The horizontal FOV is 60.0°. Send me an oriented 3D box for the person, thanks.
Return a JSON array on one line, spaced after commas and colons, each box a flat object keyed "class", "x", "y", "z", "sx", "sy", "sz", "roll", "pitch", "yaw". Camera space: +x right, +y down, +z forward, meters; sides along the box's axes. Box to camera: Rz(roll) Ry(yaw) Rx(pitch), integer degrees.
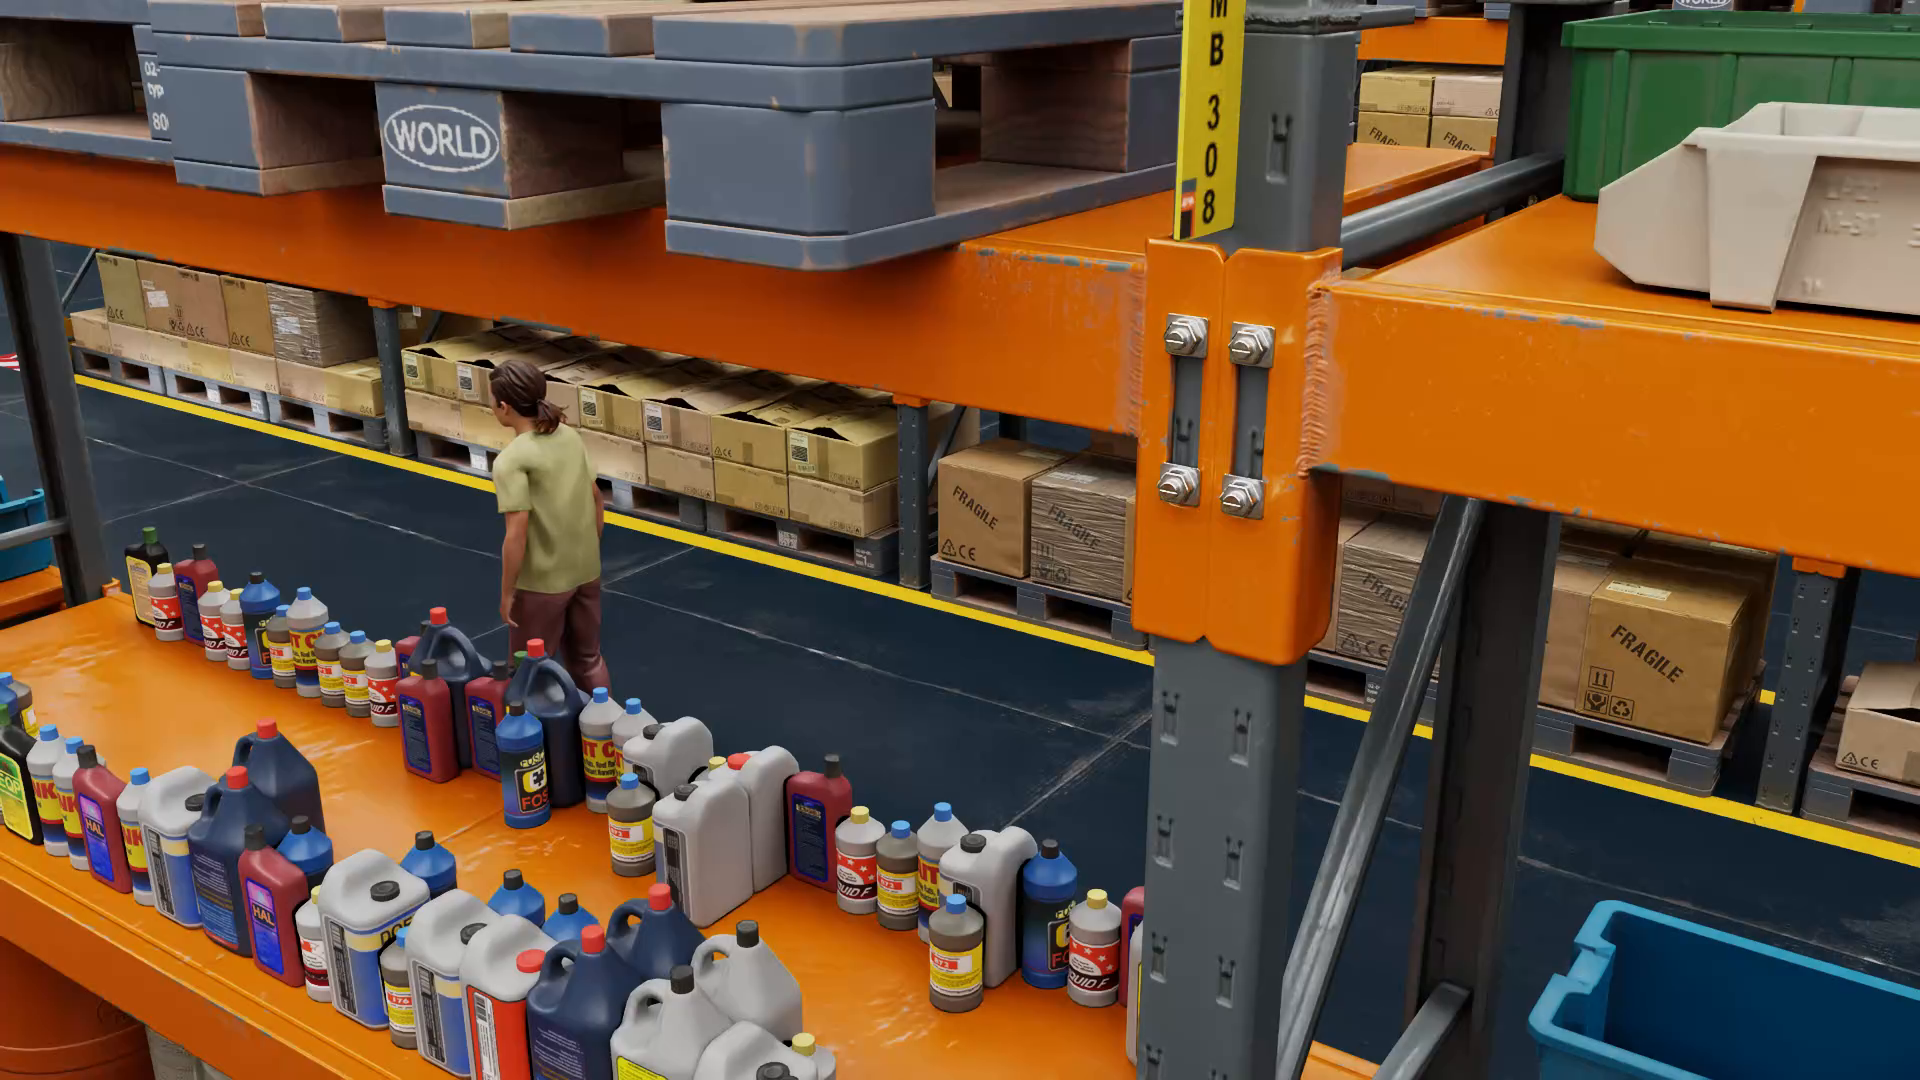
[{"class": "person", "x": -1.544, "y": 0.143, "z": 6.181, "sx": 0.414, "sy": 1.672, "sz": 0.521, "roll": 11, "pitch": 23, "yaw": 29}]
